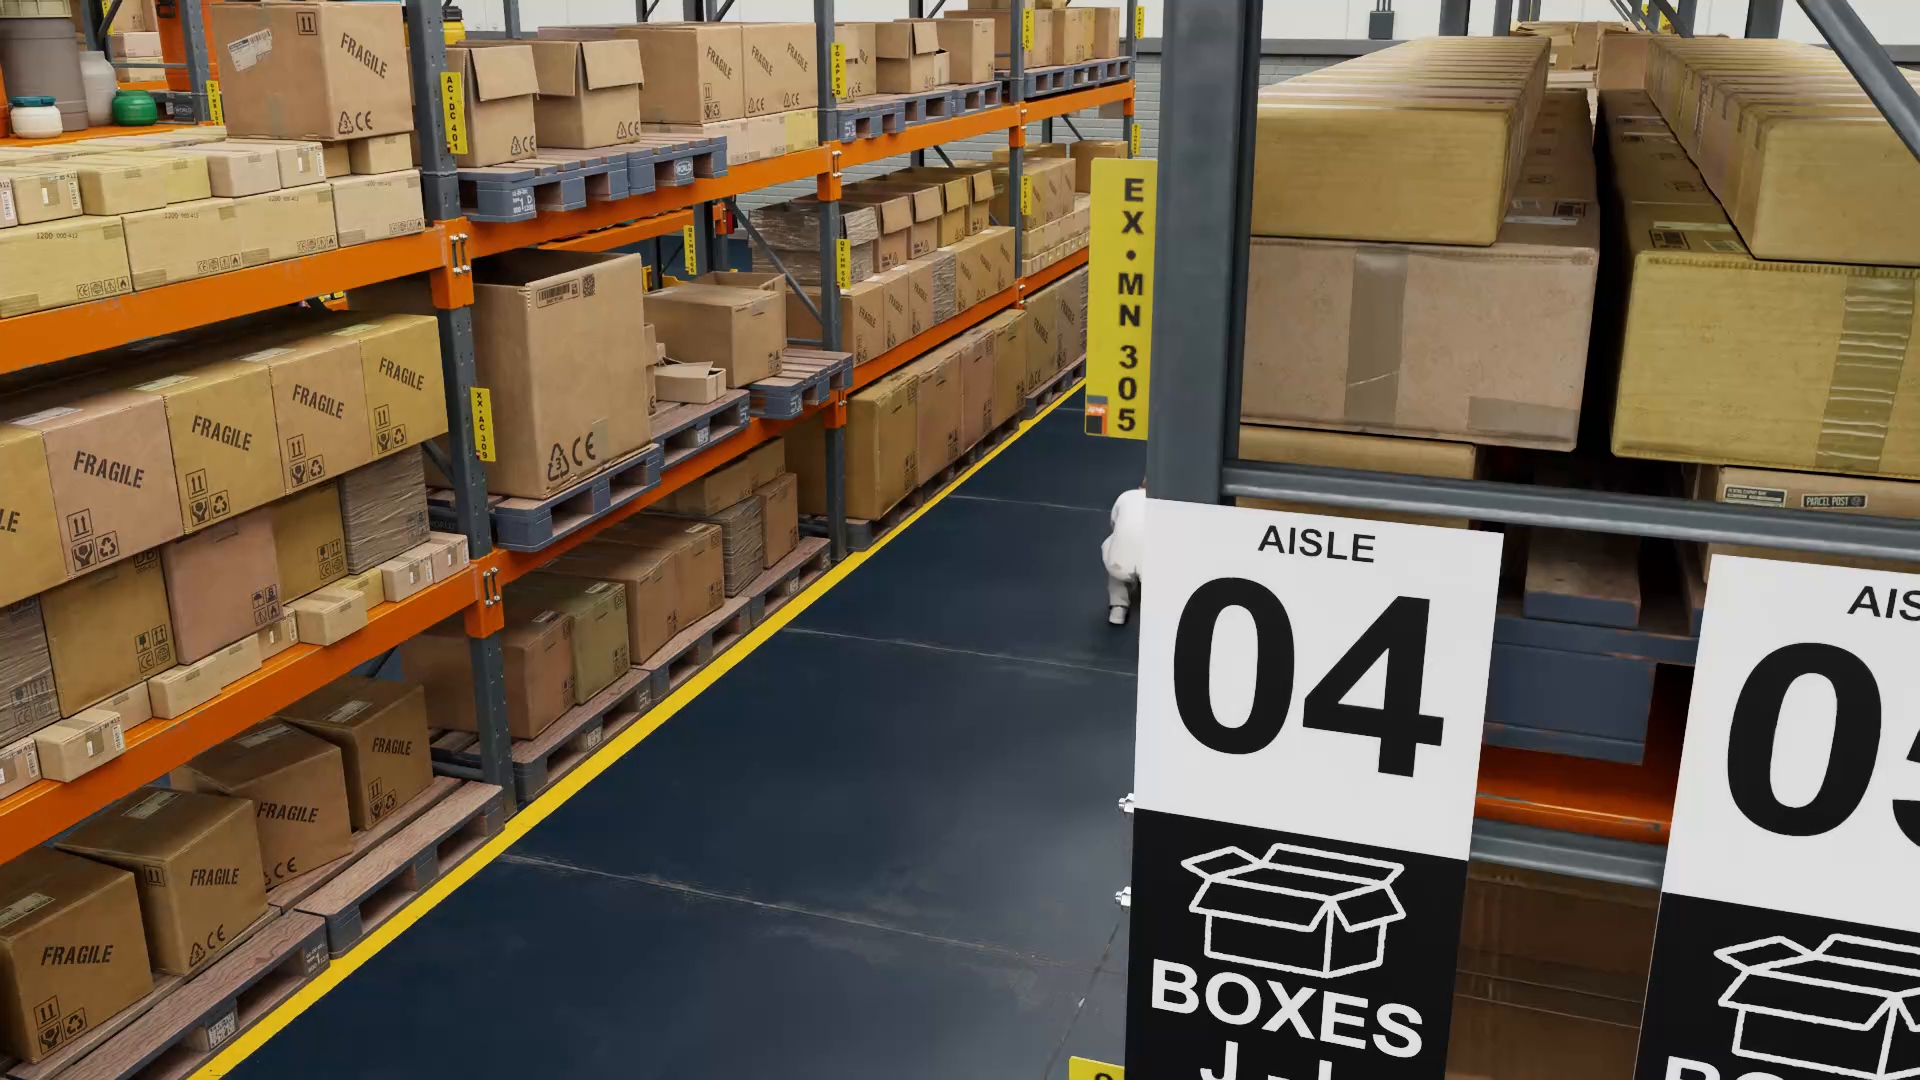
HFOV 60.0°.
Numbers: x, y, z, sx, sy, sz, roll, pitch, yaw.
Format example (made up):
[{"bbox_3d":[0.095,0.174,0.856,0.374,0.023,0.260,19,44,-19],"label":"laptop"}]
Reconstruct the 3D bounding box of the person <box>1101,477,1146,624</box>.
[{"bbox_3d":[1.186,0.104,10.448,0.579,0.885,0.917,6,19,17],"label":"person"}]
